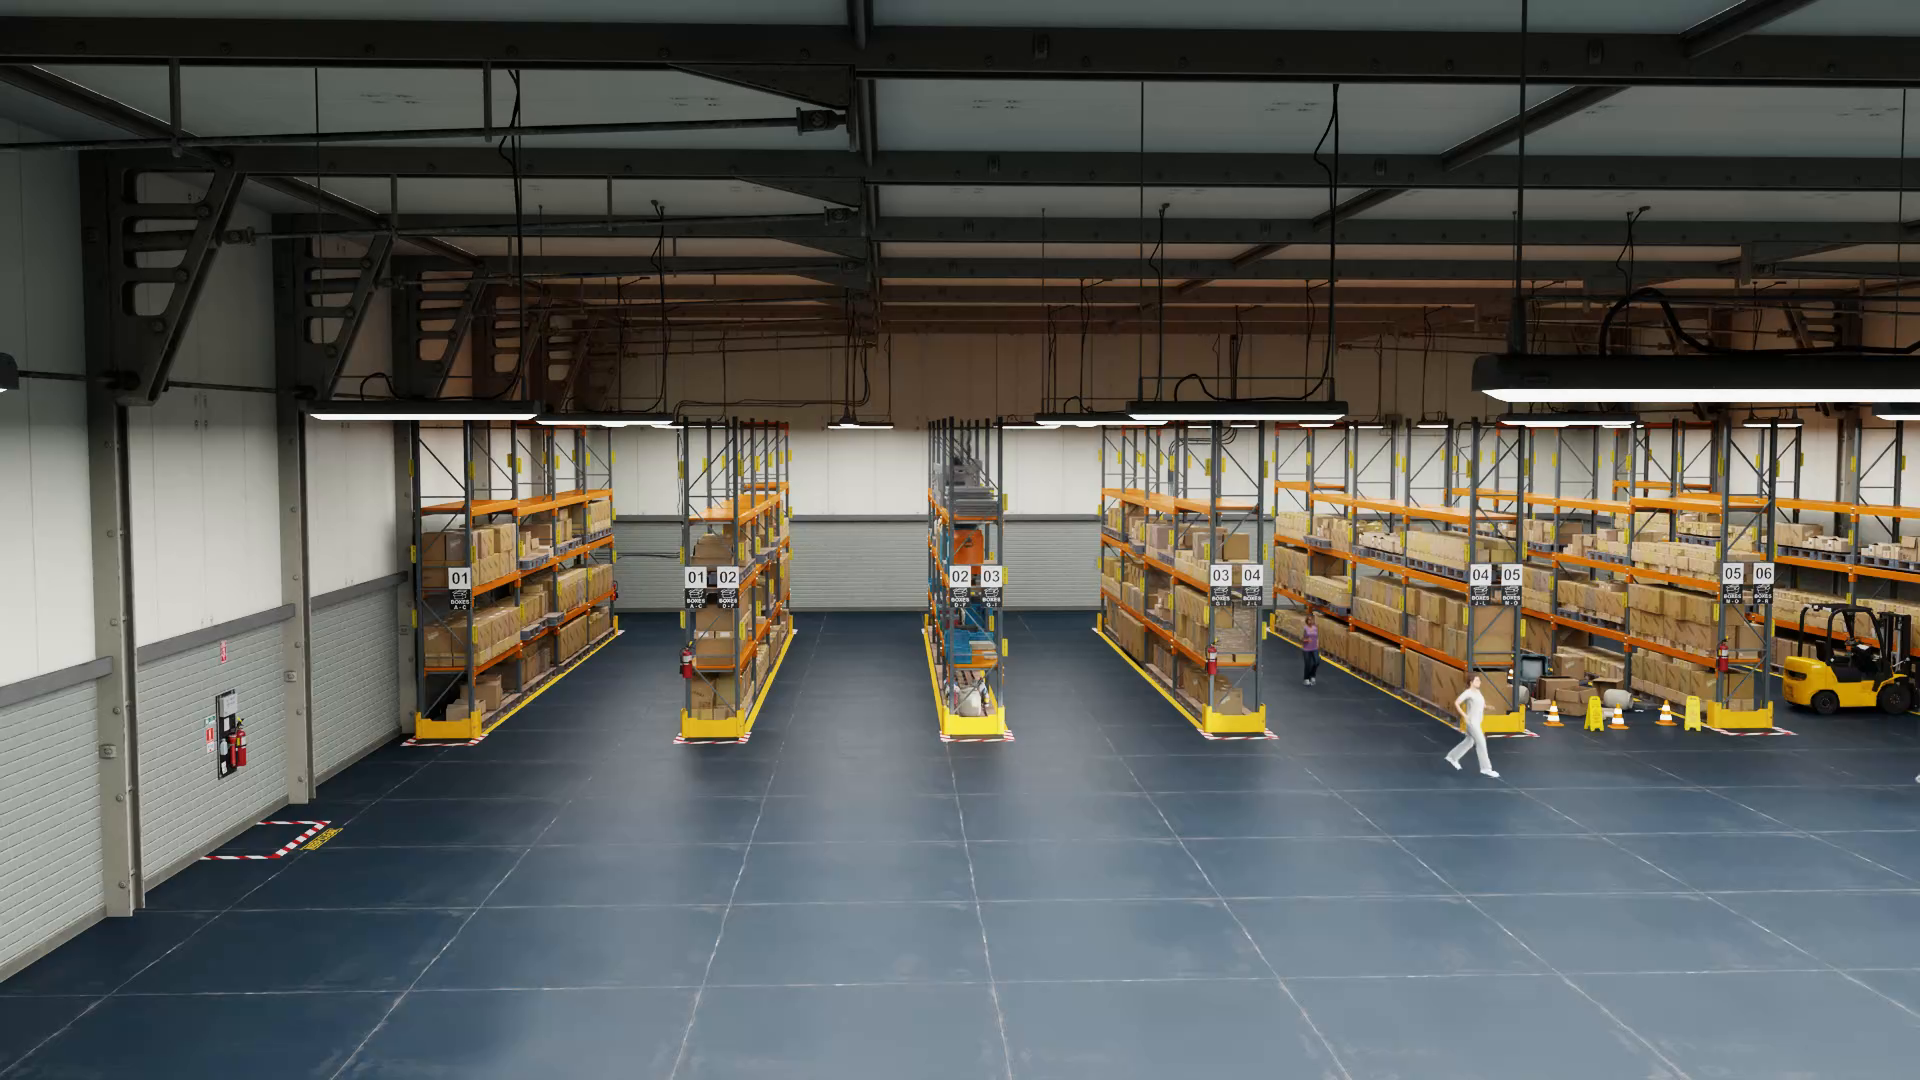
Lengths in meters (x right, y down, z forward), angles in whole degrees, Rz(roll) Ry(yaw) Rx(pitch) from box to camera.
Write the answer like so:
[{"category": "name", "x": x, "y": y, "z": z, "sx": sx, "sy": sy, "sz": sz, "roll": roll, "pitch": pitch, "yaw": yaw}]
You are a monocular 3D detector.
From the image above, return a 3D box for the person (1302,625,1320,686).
[{"category": "person", "x": 7.874, "y": 2.597, "z": 37.420, "sx": 0.348, "sy": 1.357, "sz": 0.534, "roll": 0, "pitch": 4, "yaw": -7}]

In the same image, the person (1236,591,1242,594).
[{"category": "person", "x": 7.768, "y": 1.530, "z": 46.513, "sx": 0.567, "sy": 0.498, "sz": 0.339, "roll": 1, "pitch": 4, "yaw": 8}]

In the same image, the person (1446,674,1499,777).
[{"category": "person", "x": 8.538, "y": 3.050, "z": 27.681, "sx": 0.946, "sy": 1.664, "sz": 0.567, "roll": 3, "pitch": 5, "yaw": 38}]
